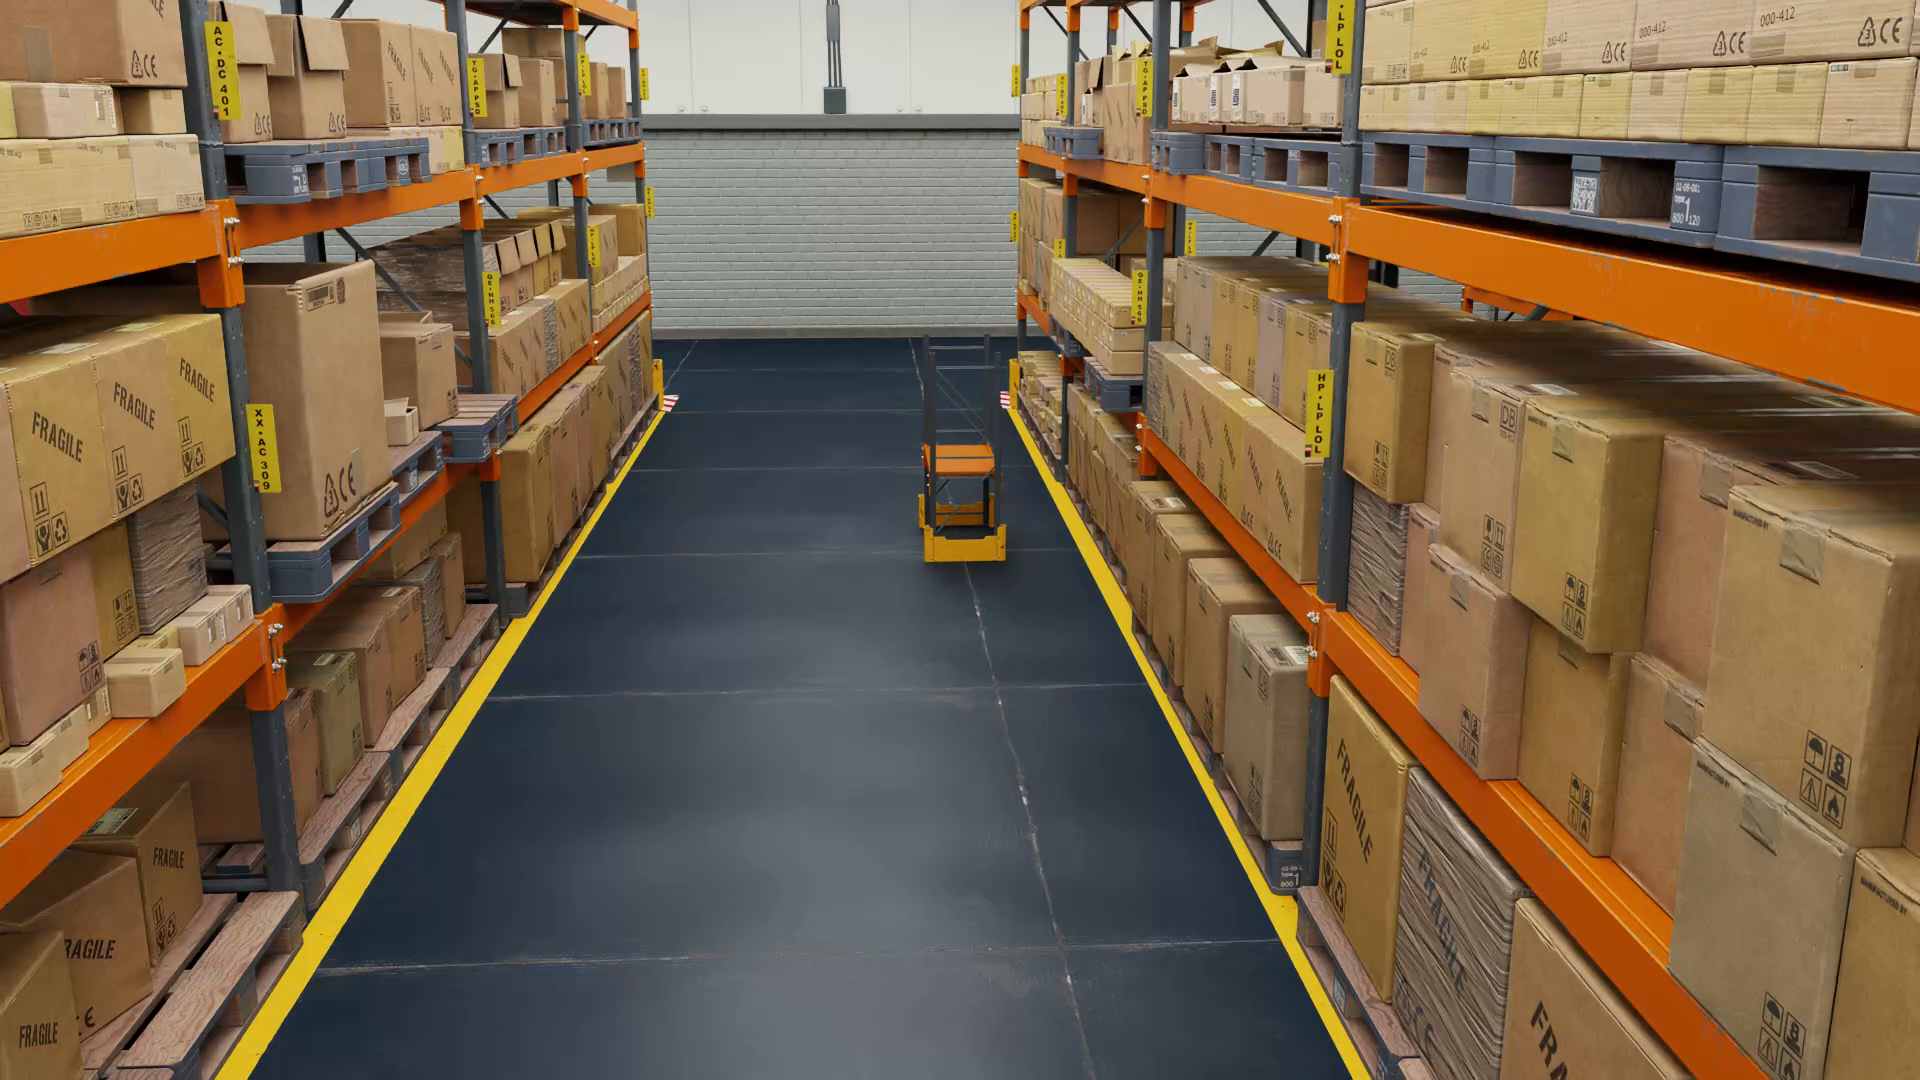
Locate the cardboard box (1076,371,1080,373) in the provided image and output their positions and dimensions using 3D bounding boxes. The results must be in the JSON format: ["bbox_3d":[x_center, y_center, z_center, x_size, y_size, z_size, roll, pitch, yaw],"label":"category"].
[{"bbox_3d":[1.410,-1.713,17.446,0.380,0.149,0.250,-1,14,-5],"label":"cardboard box"}]

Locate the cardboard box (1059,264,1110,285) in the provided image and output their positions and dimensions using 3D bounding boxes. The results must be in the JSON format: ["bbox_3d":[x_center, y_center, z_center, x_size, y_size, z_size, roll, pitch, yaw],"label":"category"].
[{"bbox_3d":[0.979,-2.076,13.042,0.380,0.149,0.250,-1,14,-3],"label":"cardboard box"}]

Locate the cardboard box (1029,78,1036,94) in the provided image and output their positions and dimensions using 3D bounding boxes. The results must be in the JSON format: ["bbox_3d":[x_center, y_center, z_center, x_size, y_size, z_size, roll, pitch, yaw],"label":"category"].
[{"bbox_3d":[0.879,-4.477,16.386,0.380,0.149,0.250,-1,14,-3],"label":"cardboard box"}]

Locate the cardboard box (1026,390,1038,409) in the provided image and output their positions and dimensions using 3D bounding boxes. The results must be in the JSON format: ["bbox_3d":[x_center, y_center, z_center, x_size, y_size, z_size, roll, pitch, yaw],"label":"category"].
[{"bbox_3d":[0.869,-1.436,16.965,0.380,0.149,0.250,-1,14,-3],"label":"cardboard box"}]

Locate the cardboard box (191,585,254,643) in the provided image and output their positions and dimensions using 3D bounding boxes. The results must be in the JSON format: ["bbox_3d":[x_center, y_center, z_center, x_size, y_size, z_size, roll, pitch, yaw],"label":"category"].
[{"bbox_3d":[-2.777,0.267,5.971,0.380,0.149,0.250,-1,14,-3],"label":"cardboard box"}]

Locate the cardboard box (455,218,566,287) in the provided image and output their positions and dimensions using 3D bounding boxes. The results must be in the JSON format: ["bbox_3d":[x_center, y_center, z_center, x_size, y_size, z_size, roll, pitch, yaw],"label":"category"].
[{"bbox_3d":[-3.531,-2.268,13.109,0.797,0.503,0.637,-1,14,-5],"label":"cardboard box"}]

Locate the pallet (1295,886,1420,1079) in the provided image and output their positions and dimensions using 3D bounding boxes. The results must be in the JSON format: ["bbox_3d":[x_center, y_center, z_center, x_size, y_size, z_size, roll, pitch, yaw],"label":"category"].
[{"bbox_3d":[1.842,1.586,5.938,1.003,0.211,1.213,-1,14,-3],"label":"pallet"}]

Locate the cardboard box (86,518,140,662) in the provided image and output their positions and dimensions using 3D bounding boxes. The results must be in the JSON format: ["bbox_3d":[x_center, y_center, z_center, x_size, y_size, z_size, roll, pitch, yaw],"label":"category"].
[{"bbox_3d":[-3.122,0.142,5.156,0.875,0.500,0.500,-1,14,-3],"label":"cardboard box"}]

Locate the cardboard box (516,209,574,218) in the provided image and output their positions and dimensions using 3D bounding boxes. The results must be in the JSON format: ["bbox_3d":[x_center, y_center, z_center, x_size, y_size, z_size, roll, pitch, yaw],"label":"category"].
[{"bbox_3d":[-3.998,-2.945,16.154,0.500,0.500,0.500,-1,14,-5],"label":"cardboard box"}]

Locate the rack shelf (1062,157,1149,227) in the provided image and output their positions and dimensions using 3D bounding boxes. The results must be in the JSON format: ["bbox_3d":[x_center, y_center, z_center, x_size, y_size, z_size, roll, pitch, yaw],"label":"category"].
[{"bbox_3d":[1.501,-2.551,11.845,1.077,0.370,4.000,-1,14,-3],"label":"rack shelf"}]

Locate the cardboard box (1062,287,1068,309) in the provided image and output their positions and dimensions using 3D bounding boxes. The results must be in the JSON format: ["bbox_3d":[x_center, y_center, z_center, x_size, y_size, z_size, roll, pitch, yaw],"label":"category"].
[{"bbox_3d":[0.994,-1.872,12.845,0.380,0.149,0.250,-2,15,-6],"label":"cardboard box"}]

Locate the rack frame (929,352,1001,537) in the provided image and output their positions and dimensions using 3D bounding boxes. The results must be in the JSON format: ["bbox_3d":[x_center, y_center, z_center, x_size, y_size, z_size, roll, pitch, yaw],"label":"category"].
[{"bbox_3d":[0.037,-0.579,11.766,0.500,1.500,0.032,-1,14,-3],"label":"rack frame"}]

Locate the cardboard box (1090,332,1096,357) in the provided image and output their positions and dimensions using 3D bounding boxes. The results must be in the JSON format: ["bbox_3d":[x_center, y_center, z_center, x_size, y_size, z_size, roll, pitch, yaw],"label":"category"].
[{"bbox_3d":[1.094,-1.334,11.354,0.380,0.149,0.250,-1,14,-4],"label":"cardboard box"}]

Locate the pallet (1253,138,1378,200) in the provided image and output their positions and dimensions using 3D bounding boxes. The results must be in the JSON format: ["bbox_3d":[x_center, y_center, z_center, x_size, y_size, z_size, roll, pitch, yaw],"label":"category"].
[{"bbox_3d":[1.767,-1.542,6.863,0.805,0.209,1.217,-1,15,-6],"label":"pallet"}]

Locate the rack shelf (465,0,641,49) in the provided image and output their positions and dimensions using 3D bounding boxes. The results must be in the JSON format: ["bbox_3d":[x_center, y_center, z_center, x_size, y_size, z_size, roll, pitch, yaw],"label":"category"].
[{"bbox_3d":[-3.703,-4.753,15.188,1.077,0.370,4.000,-1,14,-3],"label":"rack shelf"}]

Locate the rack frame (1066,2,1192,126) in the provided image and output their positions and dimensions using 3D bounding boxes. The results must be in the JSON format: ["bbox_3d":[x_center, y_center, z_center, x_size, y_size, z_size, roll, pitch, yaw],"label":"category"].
[{"bbox_3d":[1.378,-4.850,13.315,1.000,3.000,0.127,-1,14,-3],"label":"rack frame"}]

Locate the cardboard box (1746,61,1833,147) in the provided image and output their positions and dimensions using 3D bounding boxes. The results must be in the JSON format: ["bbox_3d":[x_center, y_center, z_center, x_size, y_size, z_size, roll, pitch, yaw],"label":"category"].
[{"bbox_3d":[1.716,-0.809,3.094,0.380,0.149,0.250,-1,14,-3],"label":"cardboard box"}]

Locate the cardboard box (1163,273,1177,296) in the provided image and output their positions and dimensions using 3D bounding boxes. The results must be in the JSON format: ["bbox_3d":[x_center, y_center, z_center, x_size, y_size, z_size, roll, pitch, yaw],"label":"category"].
[{"bbox_3d":[1.677,-1.893,12.331,0.380,0.149,0.250,-2,15,-6],"label":"cardboard box"}]

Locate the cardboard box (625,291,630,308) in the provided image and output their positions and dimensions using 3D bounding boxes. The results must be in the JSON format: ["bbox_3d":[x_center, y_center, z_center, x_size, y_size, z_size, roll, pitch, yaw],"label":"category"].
[{"bbox_3d":[-3.382,-2.302,15.959,0.380,0.149,0.250,-1,14,-2],"label":"cardboard box"}]

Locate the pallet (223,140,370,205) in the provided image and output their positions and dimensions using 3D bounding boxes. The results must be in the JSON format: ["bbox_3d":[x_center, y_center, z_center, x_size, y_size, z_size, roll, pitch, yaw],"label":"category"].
[{"bbox_3d":[-3.015,-1.420,6.383,1.213,0.211,1.003,-1,14,-3],"label":"pallet"}]

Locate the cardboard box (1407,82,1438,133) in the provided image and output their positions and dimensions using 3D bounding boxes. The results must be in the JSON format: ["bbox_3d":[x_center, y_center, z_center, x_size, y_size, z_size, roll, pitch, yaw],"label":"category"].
[{"bbox_3d":[1.588,-1.315,5.059,0.380,0.149,0.250,-1,14,-4],"label":"cardboard box"}]

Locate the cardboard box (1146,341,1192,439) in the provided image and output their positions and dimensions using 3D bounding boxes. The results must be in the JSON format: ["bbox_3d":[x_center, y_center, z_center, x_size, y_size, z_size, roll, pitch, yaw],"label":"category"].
[{"bbox_3d":[1.384,-0.882,9.734,0.500,0.500,0.500,-1,14,-3],"label":"cardboard box"}]

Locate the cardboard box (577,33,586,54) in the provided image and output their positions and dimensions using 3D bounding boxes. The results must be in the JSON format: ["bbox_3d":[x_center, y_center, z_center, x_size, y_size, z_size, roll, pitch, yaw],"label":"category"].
[{"bbox_3d":[-3.712,-4.501,15.232,0.500,0.250,0.500,-1,14,-5],"label":"cardboard box"}]

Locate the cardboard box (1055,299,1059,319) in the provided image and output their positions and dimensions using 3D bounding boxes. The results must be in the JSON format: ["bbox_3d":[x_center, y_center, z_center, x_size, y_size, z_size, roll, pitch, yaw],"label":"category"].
[{"bbox_3d":[0.966,-1.852,13.366,0.380,0.149,0.250,-1,14,-3],"label":"cardboard box"}]

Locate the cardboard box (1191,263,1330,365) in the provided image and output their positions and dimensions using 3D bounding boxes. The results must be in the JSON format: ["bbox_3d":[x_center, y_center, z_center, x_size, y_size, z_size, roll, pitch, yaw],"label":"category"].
[{"bbox_3d":[1.676,-1.244,9.136,0.700,0.500,0.500,-1,14,-4],"label":"cardboard box"}]

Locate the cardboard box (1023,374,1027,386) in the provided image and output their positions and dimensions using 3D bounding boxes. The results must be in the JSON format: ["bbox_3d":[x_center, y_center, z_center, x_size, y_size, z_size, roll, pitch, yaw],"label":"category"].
[{"bbox_3d":[0.867,-1.703,17.405,0.380,0.149,0.250,-1,14,-4],"label":"cardboard box"}]

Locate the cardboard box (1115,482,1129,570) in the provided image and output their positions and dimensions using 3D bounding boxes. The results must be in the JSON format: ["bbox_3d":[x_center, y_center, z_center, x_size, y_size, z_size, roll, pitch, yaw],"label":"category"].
[{"bbox_3d":[1.324,-0.102,11.076,0.500,0.500,0.500,-1,14,-4],"label":"cardboard box"}]

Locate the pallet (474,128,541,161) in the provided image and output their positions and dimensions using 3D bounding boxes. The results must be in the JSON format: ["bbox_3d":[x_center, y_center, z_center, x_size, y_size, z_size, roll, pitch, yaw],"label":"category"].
[{"bbox_3d":[-3.496,-2.697,11.346,1.003,0.211,1.213,0,14,-1],"label":"pallet"}]

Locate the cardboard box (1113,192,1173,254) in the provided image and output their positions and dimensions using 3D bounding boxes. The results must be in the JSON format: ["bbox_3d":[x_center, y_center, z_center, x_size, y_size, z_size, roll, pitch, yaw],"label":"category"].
[{"bbox_3d":[1.593,-2.737,14.339,0.500,0.500,0.500,-1,14,-2],"label":"cardboard box"}]

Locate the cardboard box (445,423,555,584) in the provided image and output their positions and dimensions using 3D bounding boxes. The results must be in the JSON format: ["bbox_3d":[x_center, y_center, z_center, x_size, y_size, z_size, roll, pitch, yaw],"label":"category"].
[{"bbox_3d":[-3.353,-0.244,10.877,1.225,0.875,0.875,-2,15,-6],"label":"cardboard box"}]

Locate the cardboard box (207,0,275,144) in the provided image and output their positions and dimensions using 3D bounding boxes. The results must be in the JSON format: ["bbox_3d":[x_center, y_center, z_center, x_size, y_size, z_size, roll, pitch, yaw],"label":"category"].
[{"bbox_3d":[-3.014,-1.728,6.151,0.797,0.503,0.637,-2,15,-6],"label":"cardboard box"}]

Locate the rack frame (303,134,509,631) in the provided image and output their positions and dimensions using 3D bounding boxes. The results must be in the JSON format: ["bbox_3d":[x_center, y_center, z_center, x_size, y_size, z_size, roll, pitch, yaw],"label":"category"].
[{"bbox_3d":[-3.331,-0.898,9.996,1.000,3.000,0.127,-1,14,-3],"label":"rack frame"}]

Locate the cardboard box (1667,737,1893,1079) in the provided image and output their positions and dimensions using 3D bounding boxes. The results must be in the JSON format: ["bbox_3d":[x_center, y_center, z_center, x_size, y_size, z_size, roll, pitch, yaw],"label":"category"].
[{"bbox_3d":[1.997,0.740,3.331,0.875,0.550,0.550,-1,14,-3],"label":"cardboard box"}]

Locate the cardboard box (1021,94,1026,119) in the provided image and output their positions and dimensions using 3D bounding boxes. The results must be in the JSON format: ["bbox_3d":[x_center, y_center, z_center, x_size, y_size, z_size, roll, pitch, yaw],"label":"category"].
[{"bbox_3d":[0.898,-4.445,17.062,0.500,0.250,0.500,-1,14,-3],"label":"cardboard box"}]

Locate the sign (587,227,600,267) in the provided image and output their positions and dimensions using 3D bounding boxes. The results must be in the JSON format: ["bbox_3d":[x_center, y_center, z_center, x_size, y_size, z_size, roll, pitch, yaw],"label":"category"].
[{"bbox_3d":[-3.038,-2.426,13.770,0.100,0.325,0.005,-1,14,-3],"label":"sign"}]

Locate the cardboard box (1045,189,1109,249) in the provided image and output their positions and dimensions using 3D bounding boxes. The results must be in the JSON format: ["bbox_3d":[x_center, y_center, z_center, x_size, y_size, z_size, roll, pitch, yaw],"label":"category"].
[{"bbox_3d":[1.041,-2.862,14.826,0.500,0.500,0.500,-1,14,-5],"label":"cardboard box"}]

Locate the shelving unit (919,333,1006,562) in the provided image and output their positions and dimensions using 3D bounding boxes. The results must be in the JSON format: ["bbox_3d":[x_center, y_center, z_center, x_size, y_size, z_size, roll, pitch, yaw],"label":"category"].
[{"bbox_3d":[0.005,-0.707,12.266,0.587,1.500,1.083,-1,14,-3],"label":"shelving unit"}]

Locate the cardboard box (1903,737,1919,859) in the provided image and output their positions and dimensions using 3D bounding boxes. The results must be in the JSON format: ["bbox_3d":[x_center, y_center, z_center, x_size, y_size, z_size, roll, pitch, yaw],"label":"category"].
[{"bbox_3d":[2.137,0.352,2.671,0.875,0.550,0.550,-1,14,-3],"label":"cardboard box"}]

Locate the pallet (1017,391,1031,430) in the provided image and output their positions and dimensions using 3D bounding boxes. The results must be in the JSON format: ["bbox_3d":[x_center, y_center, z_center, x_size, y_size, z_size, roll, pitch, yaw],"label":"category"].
[{"bbox_3d":[1.149,-1.367,17.416,1.003,0.211,1.213,-1,14,-3],"label":"pallet"}]

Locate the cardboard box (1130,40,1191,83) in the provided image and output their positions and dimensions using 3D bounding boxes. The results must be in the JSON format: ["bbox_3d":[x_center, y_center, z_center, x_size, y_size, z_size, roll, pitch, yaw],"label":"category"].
[{"bbox_3d":[1.294,-3.045,10.585,0.396,0.266,0.258,-1,14,-3],"label":"cardboard box"}]

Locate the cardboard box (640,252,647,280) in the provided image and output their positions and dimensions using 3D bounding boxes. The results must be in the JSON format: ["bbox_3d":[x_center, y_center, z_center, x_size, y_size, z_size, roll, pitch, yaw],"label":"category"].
[{"bbox_3d":[-3.532,-2.843,17.258,0.500,0.250,0.500,-1,14,-4],"label":"cardboard box"}]

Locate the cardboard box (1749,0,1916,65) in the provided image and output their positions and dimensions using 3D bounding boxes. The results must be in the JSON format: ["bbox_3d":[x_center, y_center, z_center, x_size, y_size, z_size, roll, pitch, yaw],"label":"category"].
[{"bbox_3d":[1.782,-0.978,2.947,0.500,0.250,0.500,-1,14,-3],"label":"cardboard box"}]

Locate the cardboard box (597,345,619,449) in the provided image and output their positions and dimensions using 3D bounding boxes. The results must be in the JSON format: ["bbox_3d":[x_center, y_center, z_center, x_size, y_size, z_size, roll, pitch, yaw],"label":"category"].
[{"bbox_3d":[-3.540,-1.232,14.718,0.875,0.875,0.875,-1,14,-3],"label":"cardboard box"}]

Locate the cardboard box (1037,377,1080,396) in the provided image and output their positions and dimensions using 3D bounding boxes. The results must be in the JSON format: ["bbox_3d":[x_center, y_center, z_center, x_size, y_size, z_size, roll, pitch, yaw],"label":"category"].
[{"bbox_3d":[0.942,-1.463,15.876,0.380,0.149,0.250,-1,14,-5],"label":"cardboard box"}]

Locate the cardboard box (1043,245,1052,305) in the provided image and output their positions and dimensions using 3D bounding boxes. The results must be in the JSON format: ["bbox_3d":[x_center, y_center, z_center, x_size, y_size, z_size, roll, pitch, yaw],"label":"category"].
[{"bbox_3d":[1.035,-2.382,14.966,0.500,0.500,0.500,-1,14,-5],"label":"cardboard box"}]

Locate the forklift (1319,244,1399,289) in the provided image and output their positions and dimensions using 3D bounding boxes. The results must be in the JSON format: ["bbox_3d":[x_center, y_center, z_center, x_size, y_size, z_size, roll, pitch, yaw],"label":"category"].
[{"bbox_3d":[3.822,-1.931,14.151,3.031,2.935,1.130,6,16,23],"label":"forklift"}]

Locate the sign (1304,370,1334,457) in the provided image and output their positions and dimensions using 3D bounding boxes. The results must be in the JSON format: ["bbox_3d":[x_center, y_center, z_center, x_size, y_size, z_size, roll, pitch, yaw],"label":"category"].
[{"bbox_3d":[1.332,-0.466,6.154,0.100,0.325,0.005,-1,14,-3],"label":"sign"}]

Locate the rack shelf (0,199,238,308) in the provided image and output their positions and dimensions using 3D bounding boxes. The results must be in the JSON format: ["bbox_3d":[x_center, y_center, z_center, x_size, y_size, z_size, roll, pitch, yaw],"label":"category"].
[{"bbox_3d":[-2.960,-0.510,3.913,1.077,0.370,4.000,-1,14,-3],"label":"rack shelf"}]

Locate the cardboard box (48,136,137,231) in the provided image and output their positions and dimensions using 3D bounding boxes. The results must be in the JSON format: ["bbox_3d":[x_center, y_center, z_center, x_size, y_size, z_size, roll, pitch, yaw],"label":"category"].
[{"bbox_3d":[-2.773,-1.044,4.845,0.500,0.250,0.500,-1,14,-2],"label":"cardboard box"}]

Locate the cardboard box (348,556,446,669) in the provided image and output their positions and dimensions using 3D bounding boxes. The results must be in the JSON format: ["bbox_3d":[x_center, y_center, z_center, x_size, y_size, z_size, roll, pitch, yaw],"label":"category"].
[{"bbox_3d":[-3.223,0.404,9.071,0.700,0.500,0.500,-2,15,-8],"label":"cardboard box"}]

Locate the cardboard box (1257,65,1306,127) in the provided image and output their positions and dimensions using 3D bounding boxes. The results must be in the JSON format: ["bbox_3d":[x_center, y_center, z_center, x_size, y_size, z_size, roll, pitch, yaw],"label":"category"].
[{"bbox_3d":[1.577,-1.890,7.090,0.500,0.250,0.500,-1,14,-4],"label":"cardboard box"}]

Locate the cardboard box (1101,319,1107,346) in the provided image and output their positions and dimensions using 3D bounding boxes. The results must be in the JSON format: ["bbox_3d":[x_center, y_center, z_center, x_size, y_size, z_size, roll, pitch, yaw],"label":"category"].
[{"bbox_3d":[1.122,-1.357,10.846,0.380,0.149,0.250,0,14,-1],"label":"cardboard box"}]

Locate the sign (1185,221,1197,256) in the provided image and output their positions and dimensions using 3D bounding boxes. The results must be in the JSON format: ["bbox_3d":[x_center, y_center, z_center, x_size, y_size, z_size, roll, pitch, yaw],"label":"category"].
[{"bbox_3d":[1.931,-2.514,13.955,0.100,0.325,0.005,-1,14,-3],"label":"sign"}]

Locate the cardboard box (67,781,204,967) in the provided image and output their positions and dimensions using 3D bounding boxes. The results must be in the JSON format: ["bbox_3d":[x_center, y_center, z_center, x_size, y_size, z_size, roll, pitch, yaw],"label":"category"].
[{"bbox_3d":[-3.099,1.204,6.000,0.500,0.500,0.500,-1,14,-5],"label":"cardboard box"}]

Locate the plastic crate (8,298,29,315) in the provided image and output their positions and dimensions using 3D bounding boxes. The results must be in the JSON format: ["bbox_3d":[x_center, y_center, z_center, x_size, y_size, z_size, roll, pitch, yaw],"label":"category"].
[{"bbox_3d":[-8.328,-2.102,14.428,0.402,0.464,0.583,-1,14,-3],"label":"plastic crate"}]

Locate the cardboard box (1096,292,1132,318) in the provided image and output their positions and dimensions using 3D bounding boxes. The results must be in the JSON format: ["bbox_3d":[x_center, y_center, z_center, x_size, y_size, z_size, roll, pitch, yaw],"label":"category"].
[{"bbox_3d":[1.108,-1.562,11.044,0.380,0.149,0.250,0,14,-2],"label":"cardboard box"}]
